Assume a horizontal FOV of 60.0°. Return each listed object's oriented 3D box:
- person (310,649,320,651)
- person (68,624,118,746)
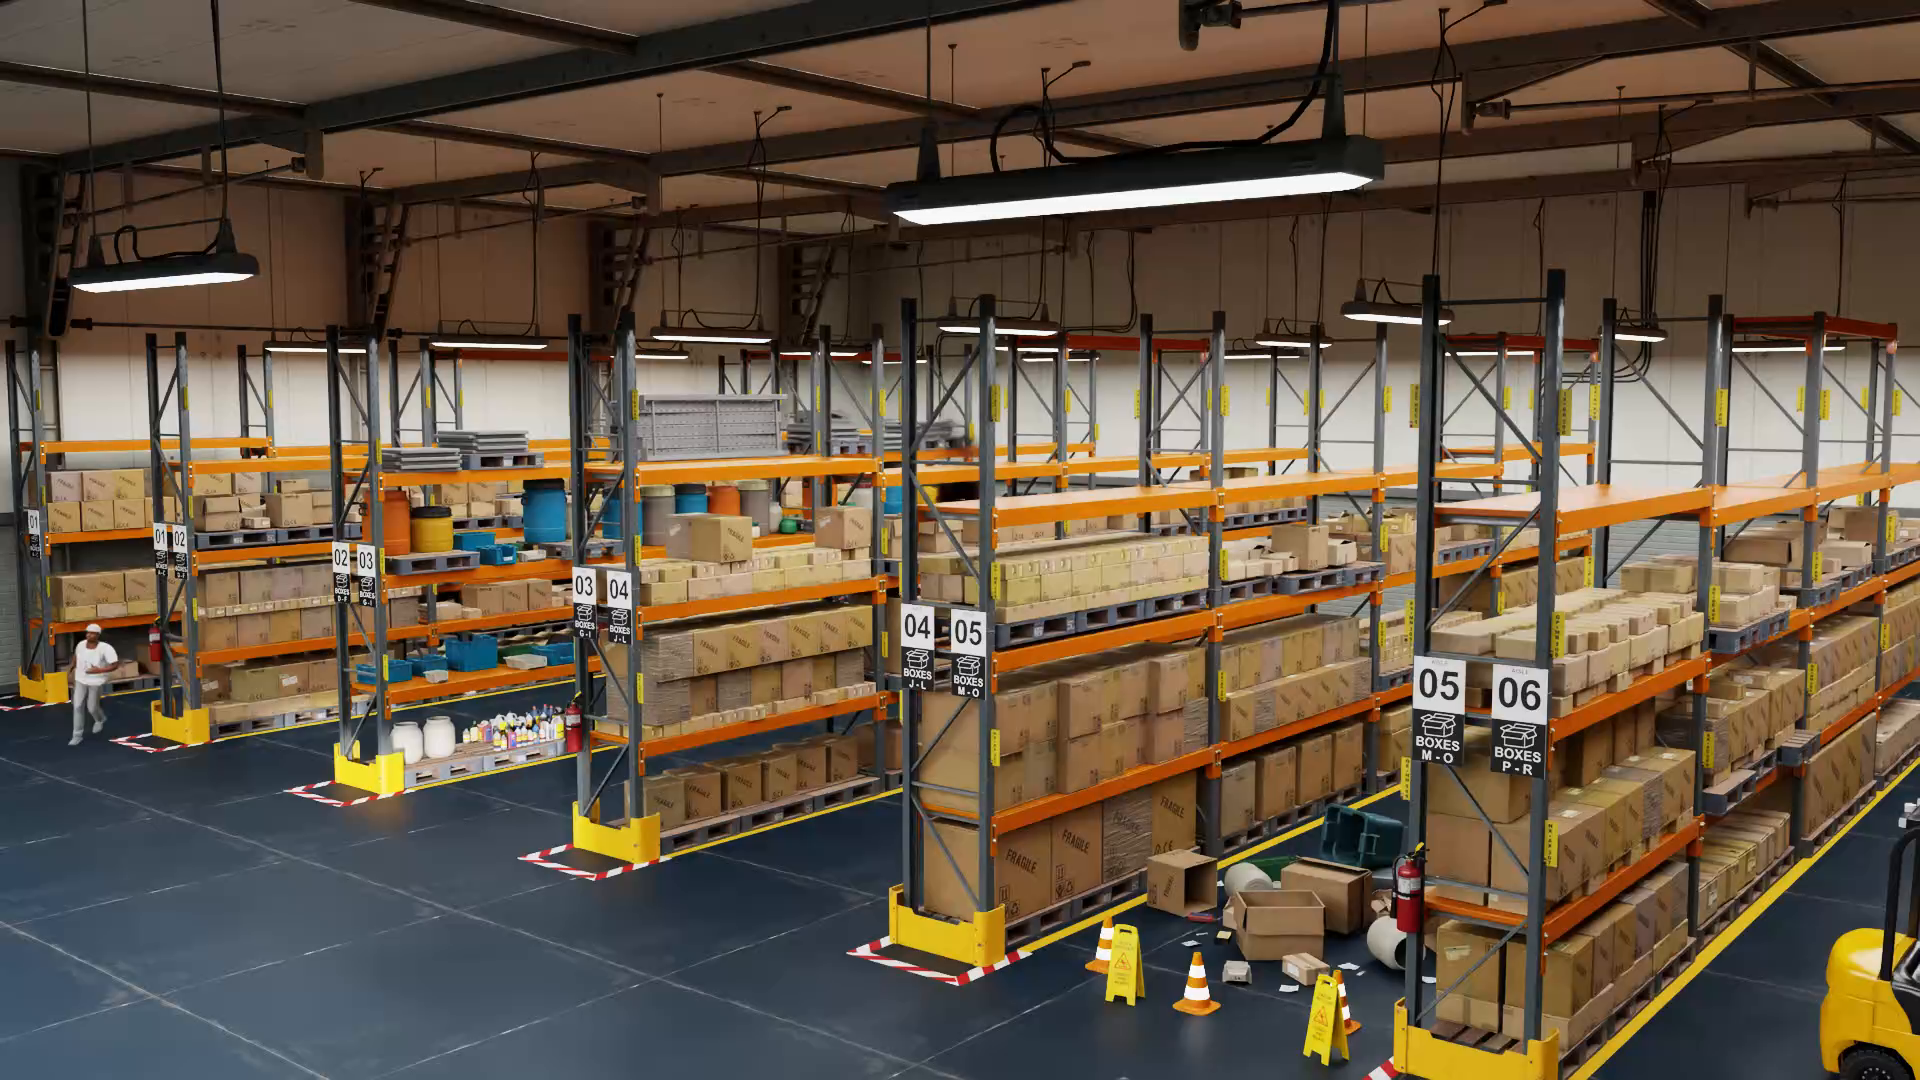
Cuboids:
[{"bbox_3d":[-10.887,1.841,28.129,0.522,1.625,0.700,4,7,39],"label":"person"},{"bbox_3d":[-12.795,2.102,24.583,0.735,1.755,0.887,0,5,1],"label":"person"}]
